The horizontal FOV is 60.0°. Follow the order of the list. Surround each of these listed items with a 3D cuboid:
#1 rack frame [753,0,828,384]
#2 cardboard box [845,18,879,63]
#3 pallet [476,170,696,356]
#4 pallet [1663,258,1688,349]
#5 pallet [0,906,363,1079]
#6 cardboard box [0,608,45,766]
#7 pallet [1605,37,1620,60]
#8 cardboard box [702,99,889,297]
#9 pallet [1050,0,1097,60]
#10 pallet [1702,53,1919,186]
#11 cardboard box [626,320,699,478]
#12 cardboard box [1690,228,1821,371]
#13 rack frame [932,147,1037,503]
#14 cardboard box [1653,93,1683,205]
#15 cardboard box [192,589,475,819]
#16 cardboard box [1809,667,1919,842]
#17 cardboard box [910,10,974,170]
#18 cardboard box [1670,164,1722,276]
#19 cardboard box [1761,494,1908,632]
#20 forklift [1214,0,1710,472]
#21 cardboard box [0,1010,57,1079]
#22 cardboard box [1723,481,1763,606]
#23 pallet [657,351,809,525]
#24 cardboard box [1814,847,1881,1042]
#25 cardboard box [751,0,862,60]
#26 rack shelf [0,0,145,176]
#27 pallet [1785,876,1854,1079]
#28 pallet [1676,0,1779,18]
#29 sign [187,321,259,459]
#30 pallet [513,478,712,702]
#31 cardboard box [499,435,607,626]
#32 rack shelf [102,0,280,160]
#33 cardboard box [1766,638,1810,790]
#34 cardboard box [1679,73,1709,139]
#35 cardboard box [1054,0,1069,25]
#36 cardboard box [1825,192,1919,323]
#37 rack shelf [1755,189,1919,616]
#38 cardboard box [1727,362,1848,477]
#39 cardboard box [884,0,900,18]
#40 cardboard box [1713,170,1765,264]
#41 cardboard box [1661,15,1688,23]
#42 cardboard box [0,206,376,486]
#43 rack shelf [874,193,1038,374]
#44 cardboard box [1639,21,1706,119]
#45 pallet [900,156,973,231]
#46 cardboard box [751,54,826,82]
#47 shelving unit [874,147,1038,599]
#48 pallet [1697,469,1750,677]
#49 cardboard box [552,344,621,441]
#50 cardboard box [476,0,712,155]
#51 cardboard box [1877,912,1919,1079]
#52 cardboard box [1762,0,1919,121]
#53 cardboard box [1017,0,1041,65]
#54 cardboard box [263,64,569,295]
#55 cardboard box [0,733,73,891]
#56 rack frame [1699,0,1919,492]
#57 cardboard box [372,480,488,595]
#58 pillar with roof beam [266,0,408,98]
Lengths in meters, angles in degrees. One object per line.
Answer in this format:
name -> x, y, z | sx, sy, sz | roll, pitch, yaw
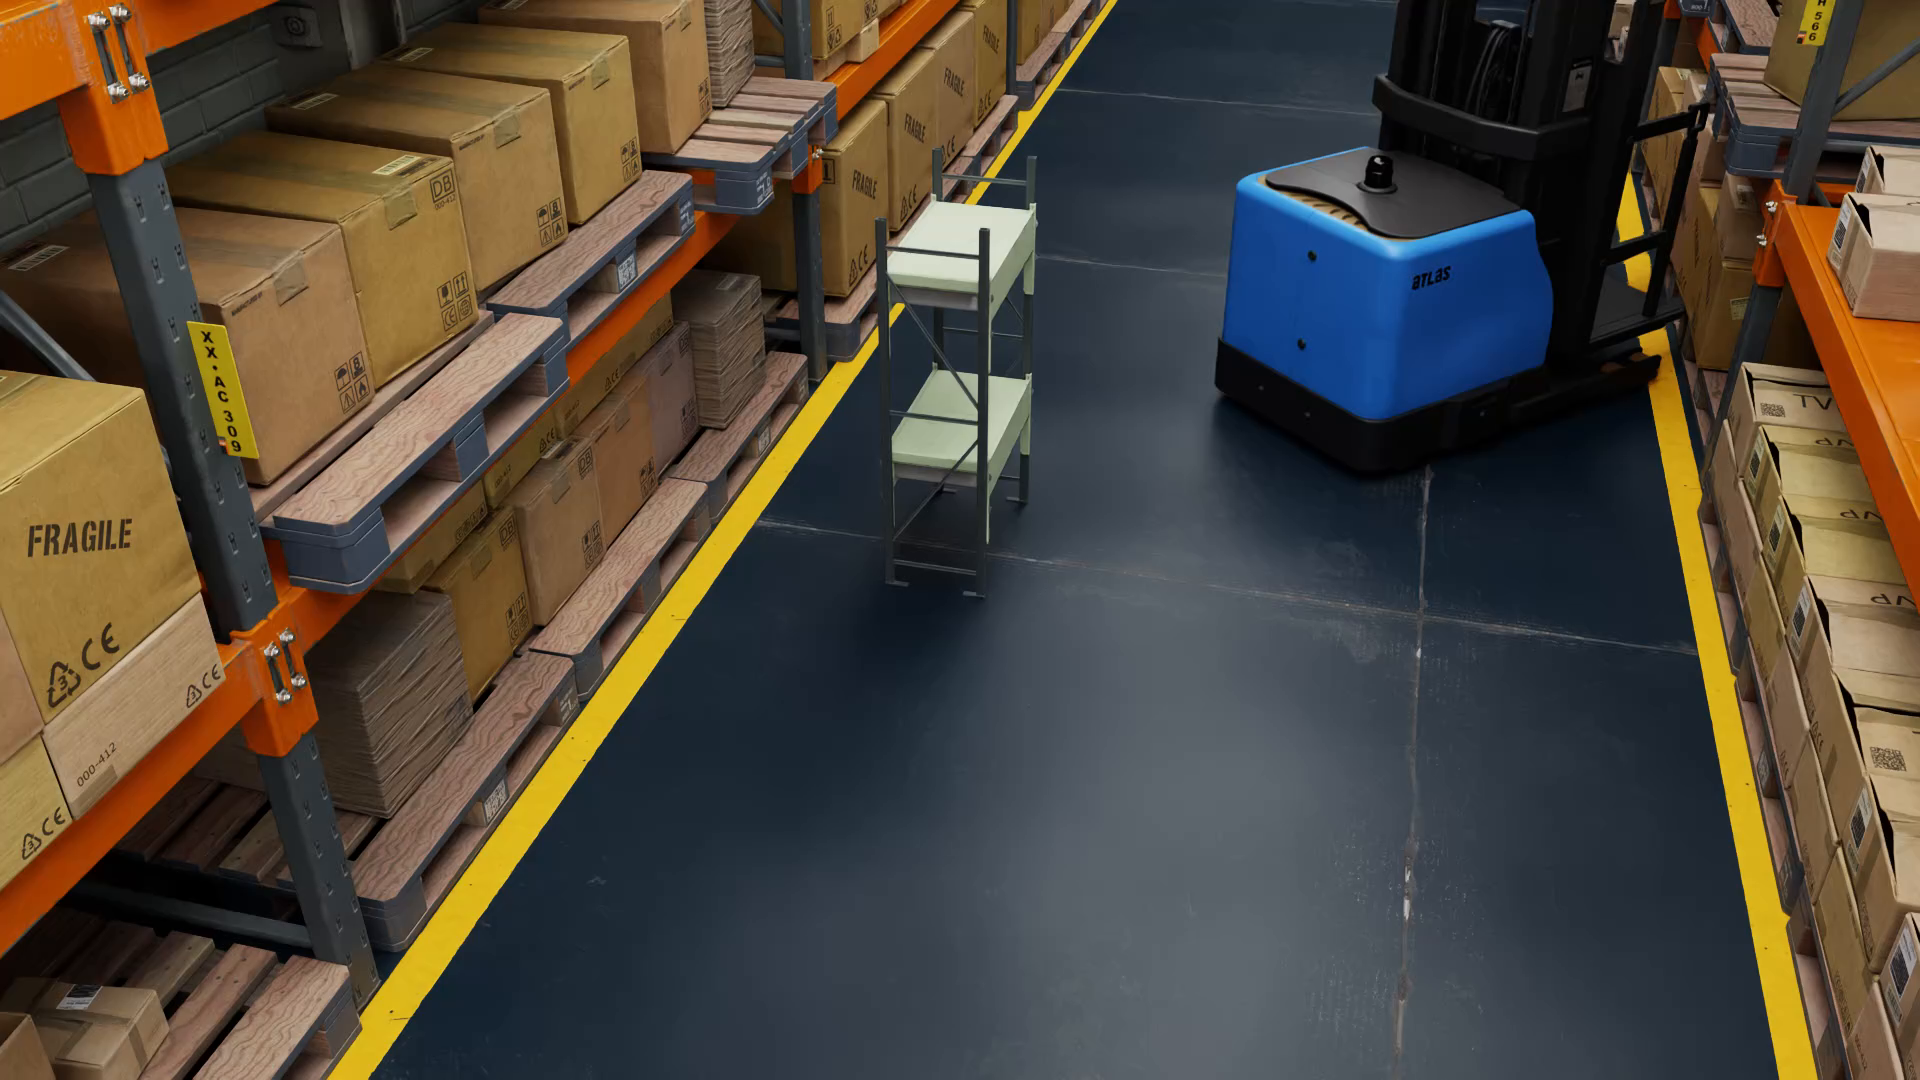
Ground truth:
rack frame -> -1.136, -2.108, 7.269 | 1.000, 3.000, 0.127 | 8, 33, 12
cardboard box -> -0.607, -2.405, 7.953 | 0.380, 0.149, 0.250 | 9, 34, 14
pallet -> -1.599, -0.994, 5.696 | 1.003, 0.211, 1.213 | 8, 33, 12
pallet -> 4.194, -1.272, 8.554 | 1.003, 0.211, 1.213 | 8, 33, 12
pallet -> -2.287, 1.498, 4.197 | 1.003, 0.211, 1.213 | 8, 33, 12
cardboard box -> -2.093, 0.254, 2.977 | 0.500, 0.500, 0.500 | 8, 33, 12
pallet -> 5.154, -3.325, 11.784 | 1.003, 0.211, 1.213 | 8, 33, 12
cardboard box -> -0.823, -1.741, 8.306 | 0.750, 0.750, 0.750 | 8, 33, 12
pallet -> 0.455, -4.026, 12.886 | 1.003, 0.211, 1.213 | 8, 33, 12
pallet -> 3.760, -1.715, 6.831 | 1.213, 0.211, 1.003 | 8, 33, 12
cardboard box -> -1.512, -0.606, 6.828 | 0.700, 0.500, 0.500 | 8, 33, 12
cardboard box -> 3.667, -1.083, 7.578 | 0.500, 0.500, 0.500 | 9, 34, 14
rack frame -> 0.091, -0.819, 6.641 | 0.400, 1.500, 0.023 | 8, 33, 12
cardboard box -> 4.188, -2.145, 9.249 | 0.500, 0.500, 0.500 | 8, 33, 13
cardboard box -> -1.980, 0.453, 5.161 | 0.700, 0.500, 0.500 | 9, 34, 14
cardboard box -> 2.722, 0.608, 4.646 | 0.500, 0.311, 0.500 | 8, 33, 12
cardboard box -> -0.383, -2.637, 9.714 | 0.750, 0.750, 0.750 | 9, 34, 14
cardboard box -> 3.925, -1.625, 8.430 | 0.500, 0.500, 0.500 | 7, 33, 11
cardboard box -> 2.983, 0.081, 5.475 | 0.500, 0.311, 0.500 | 7, 33, 11
forklift -> 2.705, -2.120, 7.352 | 3.031, 2.935, 1.130 | -19, 37, -27
cardboard box -> -2.376, 1.381, 3.701 | 0.500, 0.500, 0.500 | 6, 33, 9
cardboard box -> 3.113, 0.041, 6.061 | 0.500, 0.250, 0.500 | 7, 33, 11
pallet -> -1.336, -0.526, 7.380 | 1.003, 0.211, 1.213 | 8, 33, 12
cardboard box -> 2.596, 1.107, 4.385 | 0.500, 0.250, 0.500 | 8, 33, 12
cardboard box -> -0.765, -2.501, 7.499 | 0.500, 0.500, 0.500 | 9, 34, 14
rack shelf -> -2.659, 0.044, 1.760 | 1.077, 0.370, 4.000 | 8, 33, 12
pallet -> 2.790, 1.430, 4.304 | 1.003, 0.211, 1.213 | 8, 33, 12
pallet -> 4.363, -3.030, 8.899 | 1.003, 0.211, 1.213 | 8, 33, 12
sign -> -1.624, -0.327, 3.662 | 0.100, 0.325, 0.005 | 8, 33, 12
pallet -> -1.647, 0.106, 6.387 | 1.003, 0.211, 1.213 | 8, 33, 12
cardboard box -> -1.729, -0.081, 6.002 | 0.700, 0.500, 0.500 | 8, 33, 13
rack shelf -> -1.644, -2.032, 5.025 | 1.077, 0.370, 4.000 | 8, 33, 12
cardboard box -> 2.856, 0.577, 5.217 | 0.500, 0.250, 0.500 | 9, 33, 13
cardboard box -> 4.059, -2.221, 8.669 | 0.500, 0.250, 0.500 | 8, 33, 12
cardboard box -> 0.431, -4.206, 12.509 | 0.700, 0.500, 0.500 | 9, 33, 14
cardboard box -> 3.242, -0.960, 5.547 | 0.500, 0.311, 0.500 | 8, 33, 12
rack shelf -> 3.149, -0.094, 4.772 | 1.077, 0.370, 4.000 | 8, 33, 12
cardboard box -> 3.239, -0.457, 6.321 | 0.500, 0.311, 0.500 | 9, 34, 14
cardboard box -> -0.529, -2.821, 8.607 | 0.380, 0.149, 0.250 | 9, 33, 13
cardboard box -> 3.677, -1.429, 7.424 | 0.500, 0.250, 0.500 | 9, 34, 14
cardboard box -> 5.143, -3.619, 11.563 | 0.797, 0.503, 0.637 | 8, 33, 12
cardboard box -> -1.989, -0.519, 4.268 | 0.700, 0.500, 0.500 | 8, 33, 13
rack shelf -> -0.002, -0.959, 6.133 | 0.431, 0.370, 0.720 | 8, 33, 12
cardboard box -> 4.542, -2.976, 10.555 | 0.500, 0.500, 0.500 | 8, 33, 12
pallet -> -0.552, -1.961, 9.638 | 1.003, 0.211, 1.213 | 8, 33, 12
cardboard box -> -0.829, -2.149, 7.551 | 0.380, 0.149, 0.250 | 8, 33, 12
shelving unit -> -0.002, -0.629, 6.342 | 0.431, 1.500, 0.755 | 8, 33, 12
pallet -> 3.410, 0.164, 6.296 | 1.003, 0.211, 1.213 | 8, 33, 12
cardboard box -> -1.599, -0.619, 6.149 | 0.500, 0.250, 0.500 | 8, 33, 12
cardboard box -> -1.361, -1.797, 6.277 | 0.700, 0.500, 0.500 | 5, 33, 8
cardboard box -> 2.467, 1.138, 3.813 | 0.500, 0.311, 0.500 | 8, 33, 12
cardboard box -> 3.707, -1.997, 6.610 | 0.700, 0.500, 0.500 | -3, 33, -4
cardboard box -> 0.168, -3.680, 11.681 | 0.700, 0.500, 0.500 | 8, 33, 13
cardboard box -> -1.703, -1.154, 5.266 | 0.700, 0.500, 0.500 | 13, 35, 19
cardboard box -> -2.113, 0.567, 3.183 | 0.500, 0.250, 0.500 | 8, 33, 13
rack frame -> 3.656, -1.435, 6.212 | 1.000, 3.000, 0.127 | 8, 33, 12
cardboard box -> -1.872, -0.092, 5.320 | 0.500, 0.250, 0.500 | 7, 33, 11
pillar with roof beam -> 1.861, -3.496, 3.862 | 9.100, 9.000, 0.400 | 8, 33, 12
